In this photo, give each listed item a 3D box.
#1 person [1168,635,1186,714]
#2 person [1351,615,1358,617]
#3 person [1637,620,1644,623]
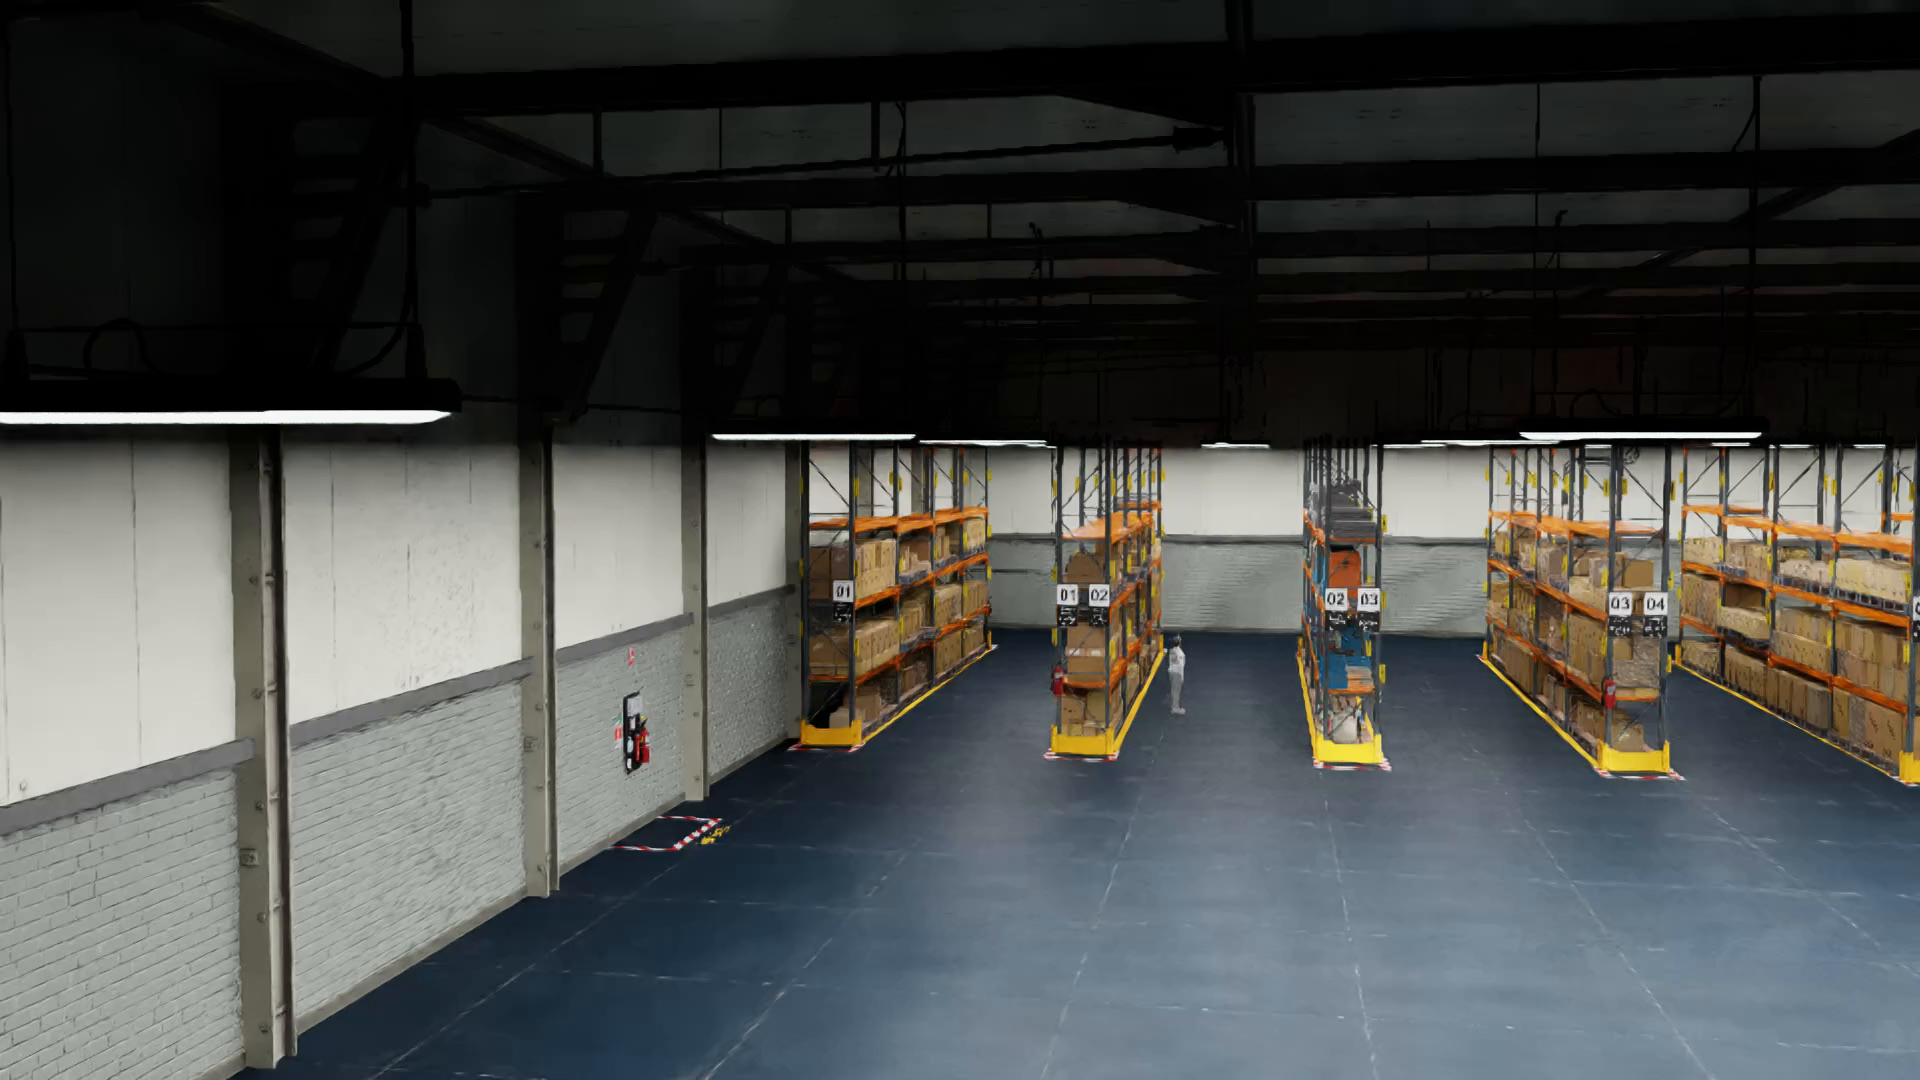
[{"bbox_3d":[4.748,2.916,36.189,0.408,1.680,0.538,-1,3,-20],"label":"person"},{"bbox_3d":[11.057,2.366,47.209,0.569,1.634,0.669,-2,4,-32],"label":"person"},{"bbox_3d":[19.926,2.243,48.849,0.539,1.665,1.031,1,3,19],"label":"person"}]
